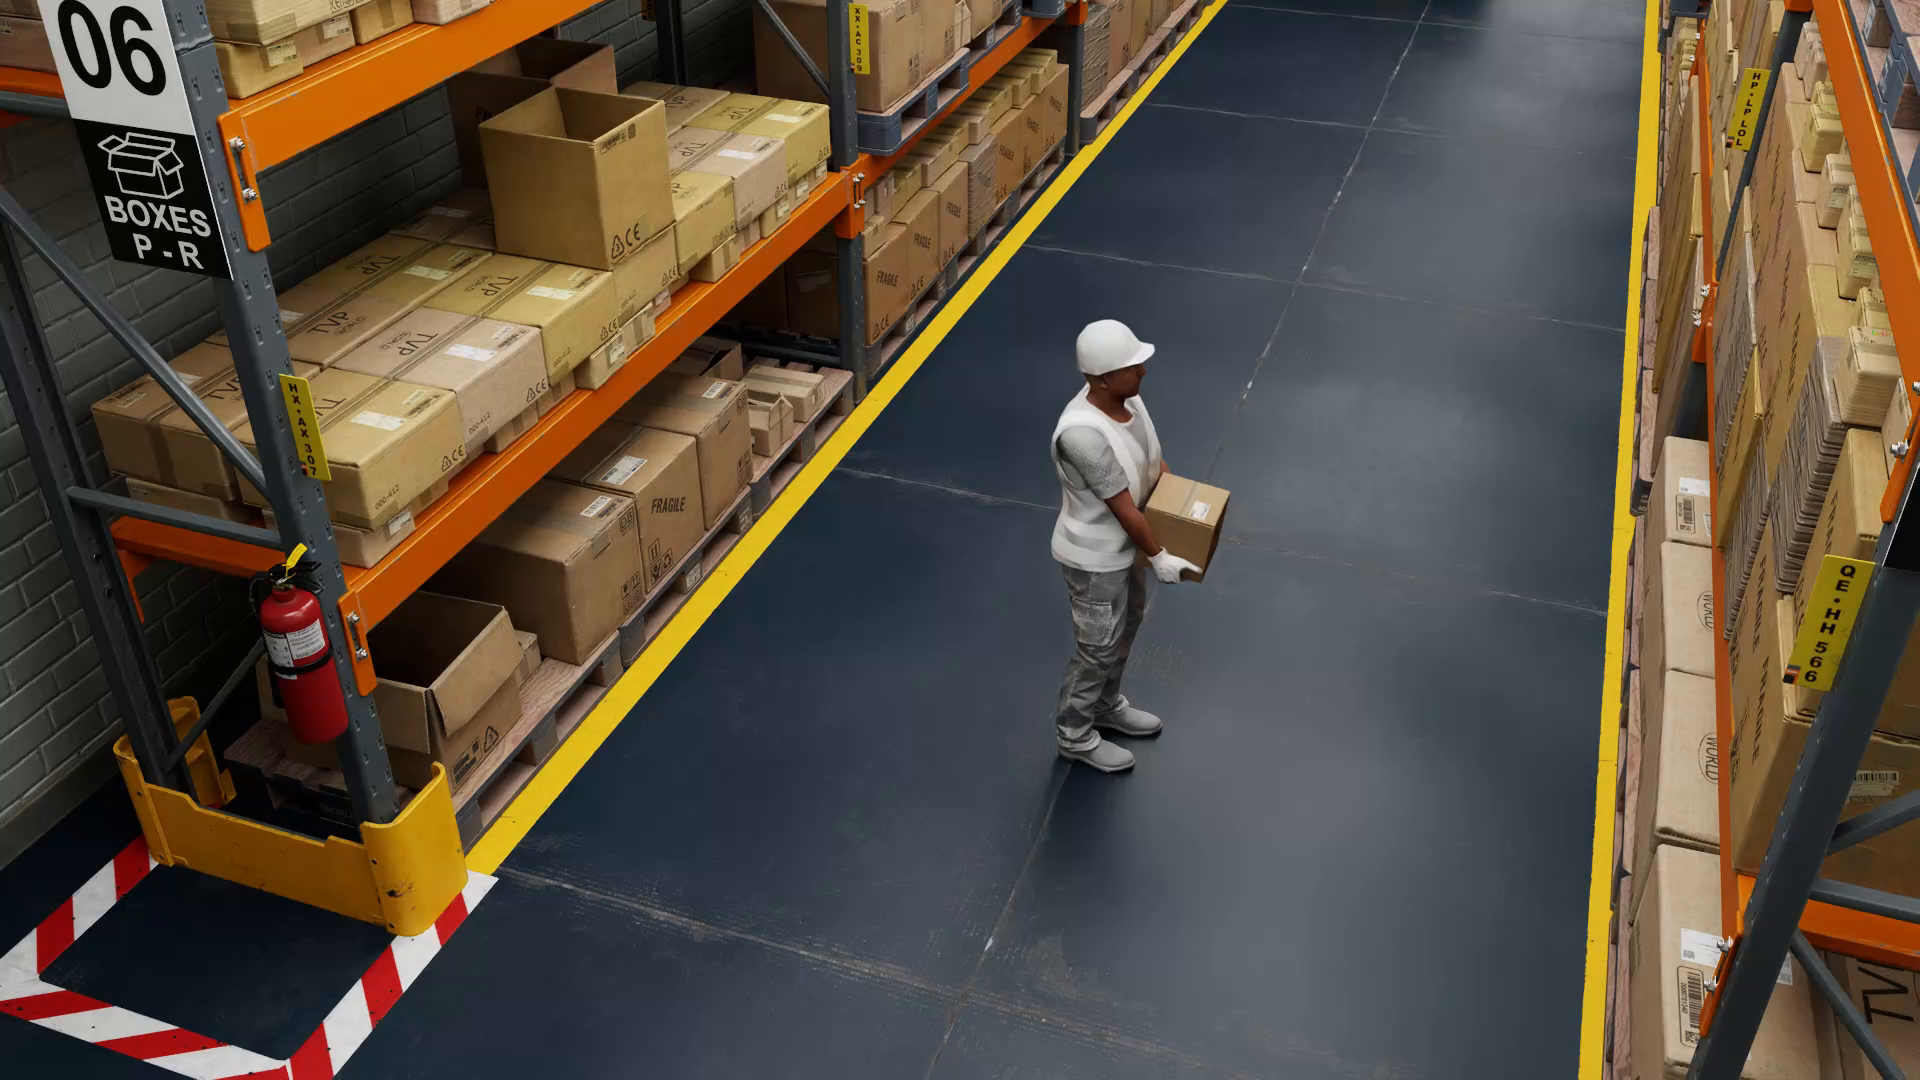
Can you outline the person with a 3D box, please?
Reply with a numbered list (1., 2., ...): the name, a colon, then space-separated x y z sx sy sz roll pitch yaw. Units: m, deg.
1. person: 0.633 0.040 6.060 0.573 1.781 0.489 11 35 17
